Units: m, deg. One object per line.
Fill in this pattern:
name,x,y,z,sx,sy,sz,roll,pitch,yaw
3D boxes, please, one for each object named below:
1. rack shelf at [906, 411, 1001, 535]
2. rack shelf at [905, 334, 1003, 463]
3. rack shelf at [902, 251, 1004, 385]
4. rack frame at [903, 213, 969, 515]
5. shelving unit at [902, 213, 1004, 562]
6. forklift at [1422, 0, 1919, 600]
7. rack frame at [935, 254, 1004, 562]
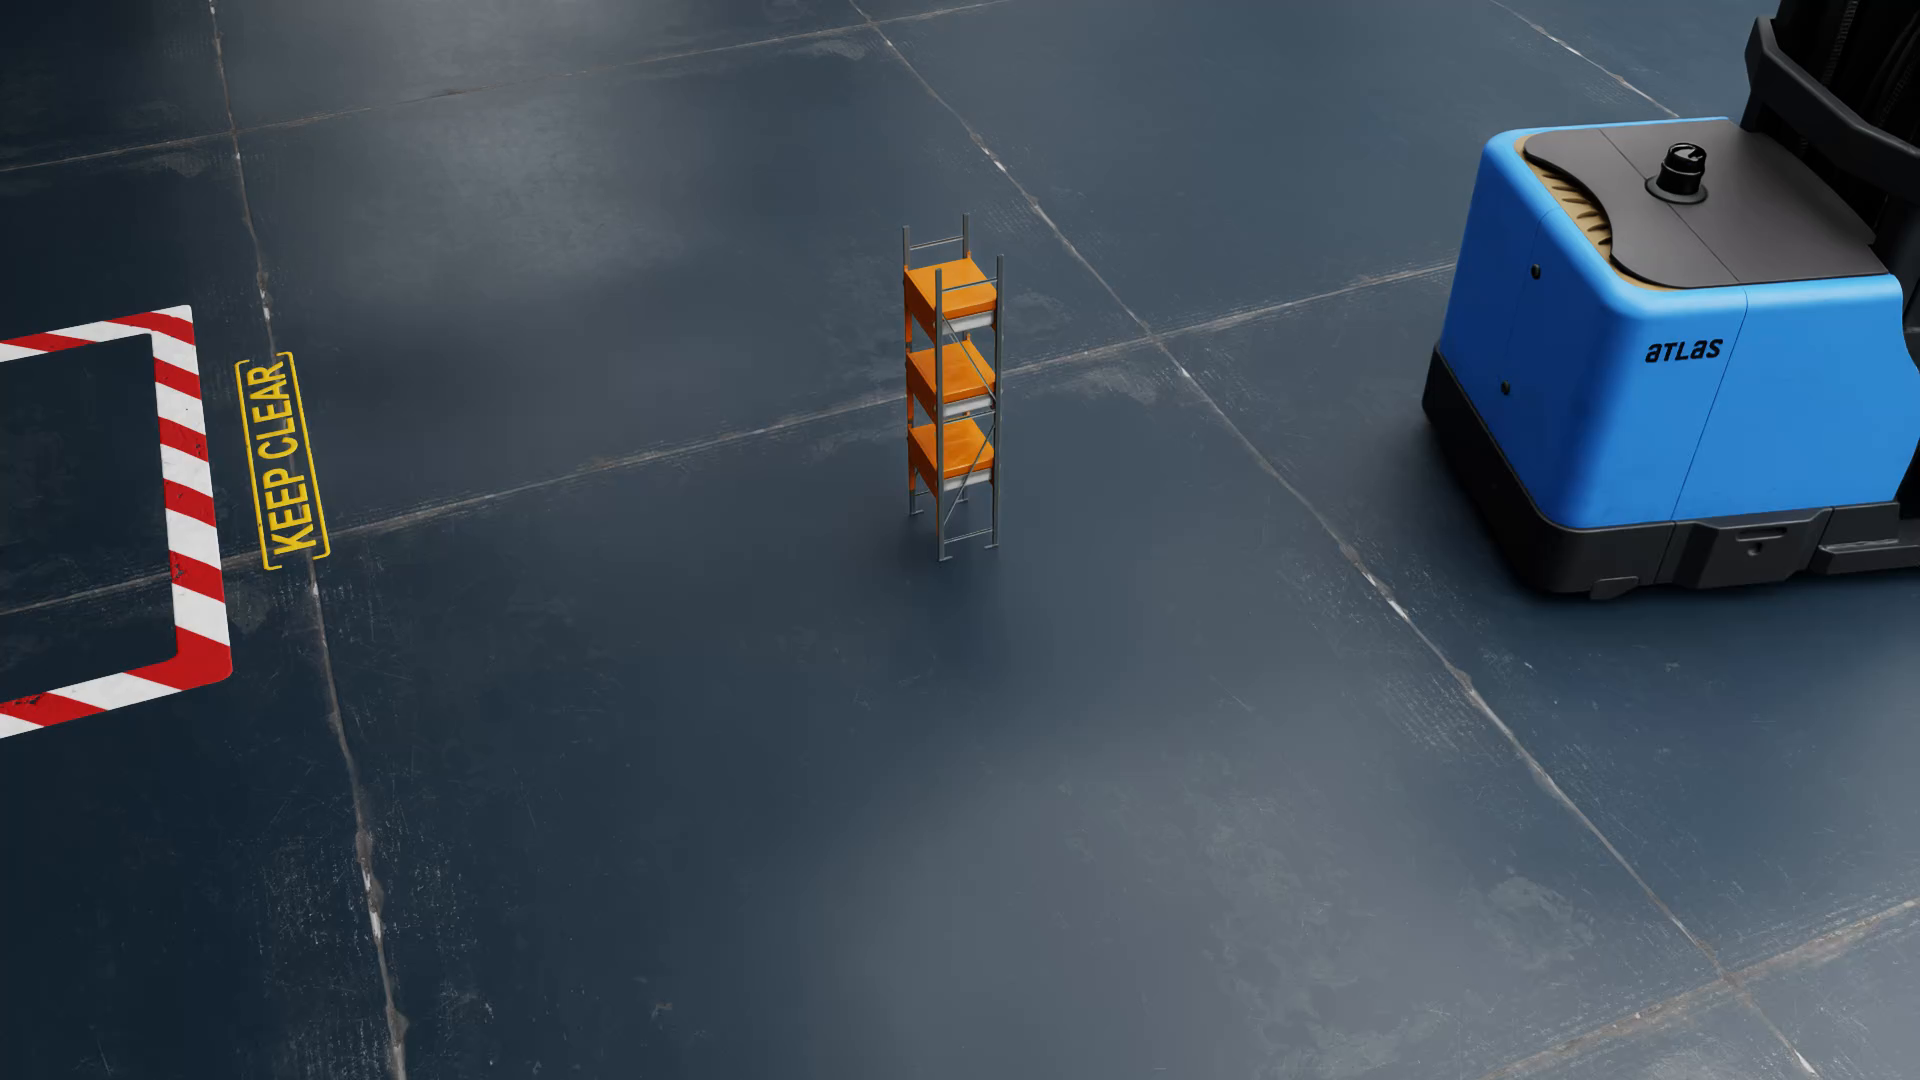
rack shelf,-0.020,-0.212,5.133,0.215,0.259,0.240,-15,43,-17
rack shelf,-0.020,-0.422,4.952,0.215,0.259,0.240,-15,43,-17
rack shelf,-0.020,-0.637,4.767,0.215,0.259,0.240,-15,43,-17
rack frame,-0.067,-0.504,5.031,0.200,1.050,0.008,-15,43,-17
shelving unit,-0.020,-0.430,4.945,0.215,1.050,0.252,-15,43,-17
forklift,3.132,-1.361,4.584,3.031,2.935,1.130,-5,41,-6
rack frame,0.026,-0.357,4.860,0.200,1.050,0.008,-15,43,-17
